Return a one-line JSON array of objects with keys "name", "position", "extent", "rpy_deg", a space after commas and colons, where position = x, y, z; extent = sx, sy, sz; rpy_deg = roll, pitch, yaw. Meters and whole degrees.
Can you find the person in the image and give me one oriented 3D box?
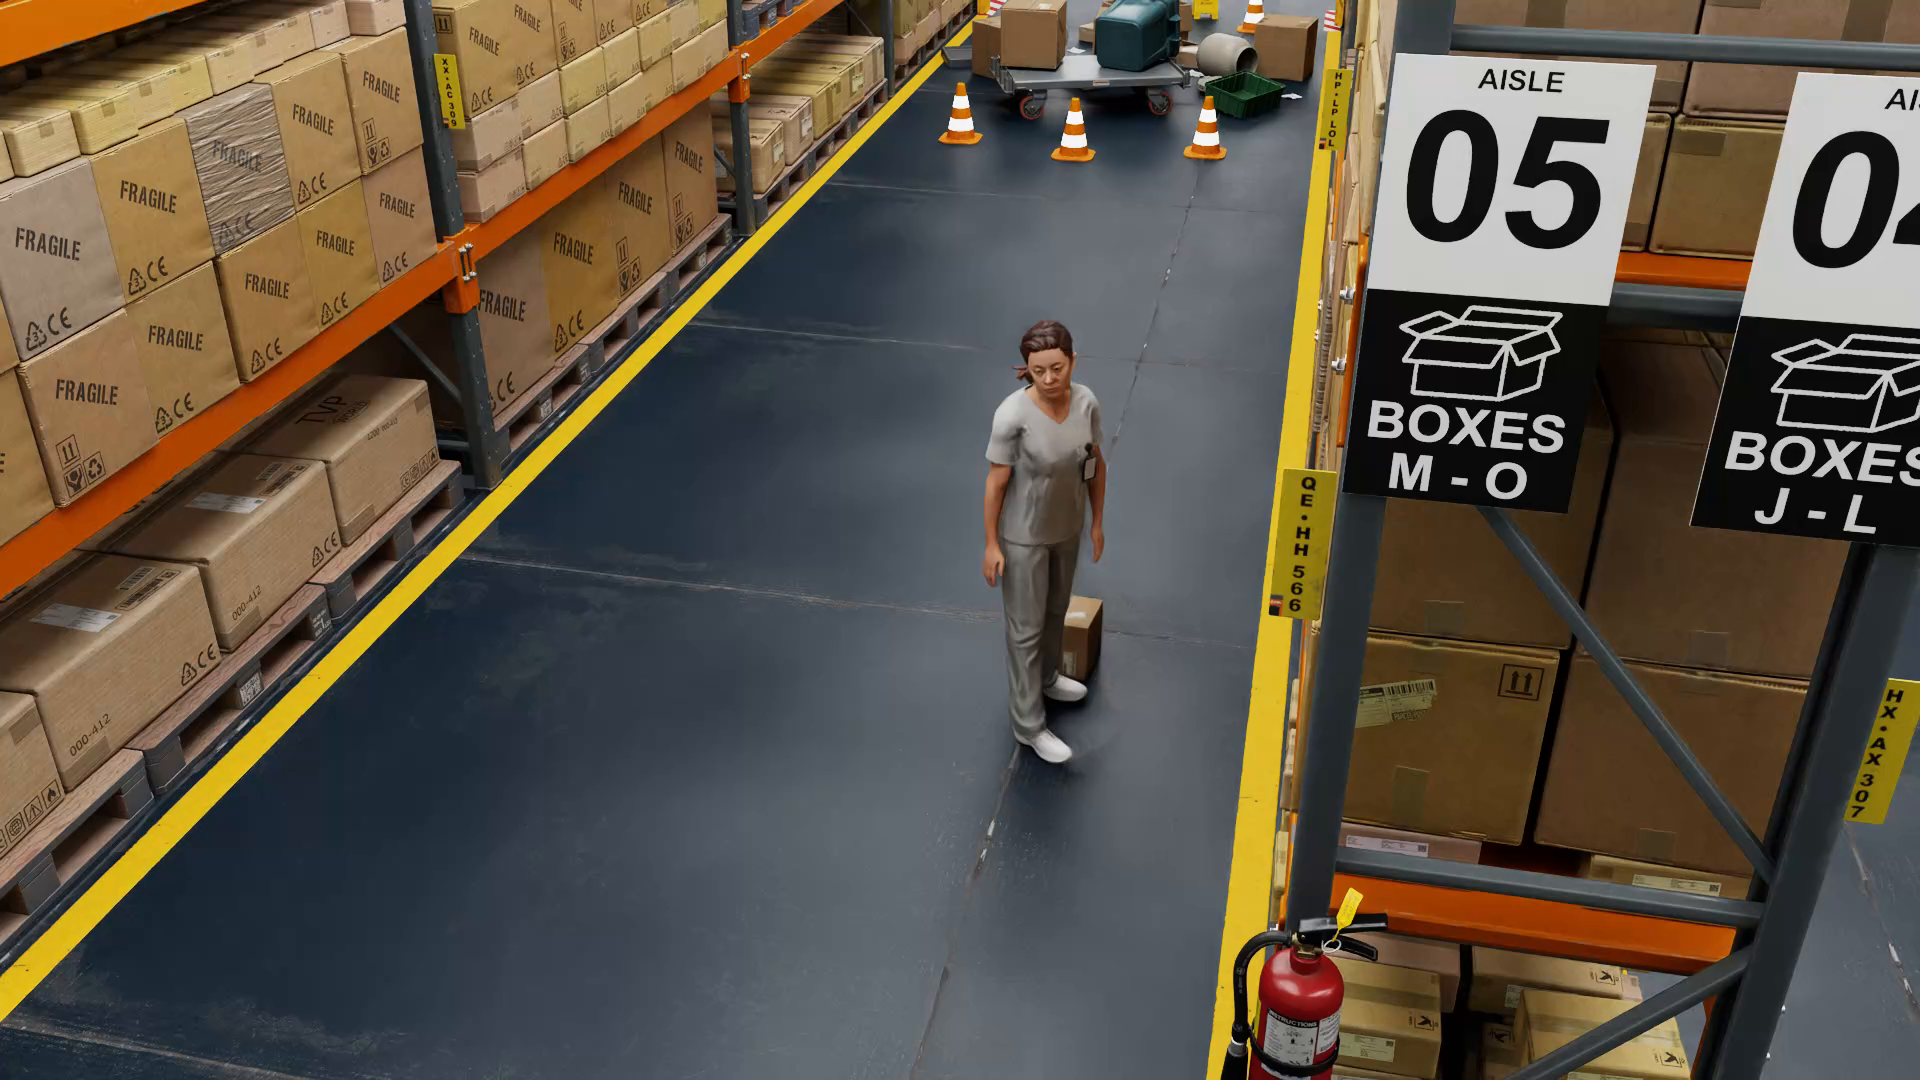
[{"name": "person", "position": [0.321, 0.009, 6.103], "extent": [0.536, 1.626, 0.583], "rpy_deg": [-18, 34, -30]}]
